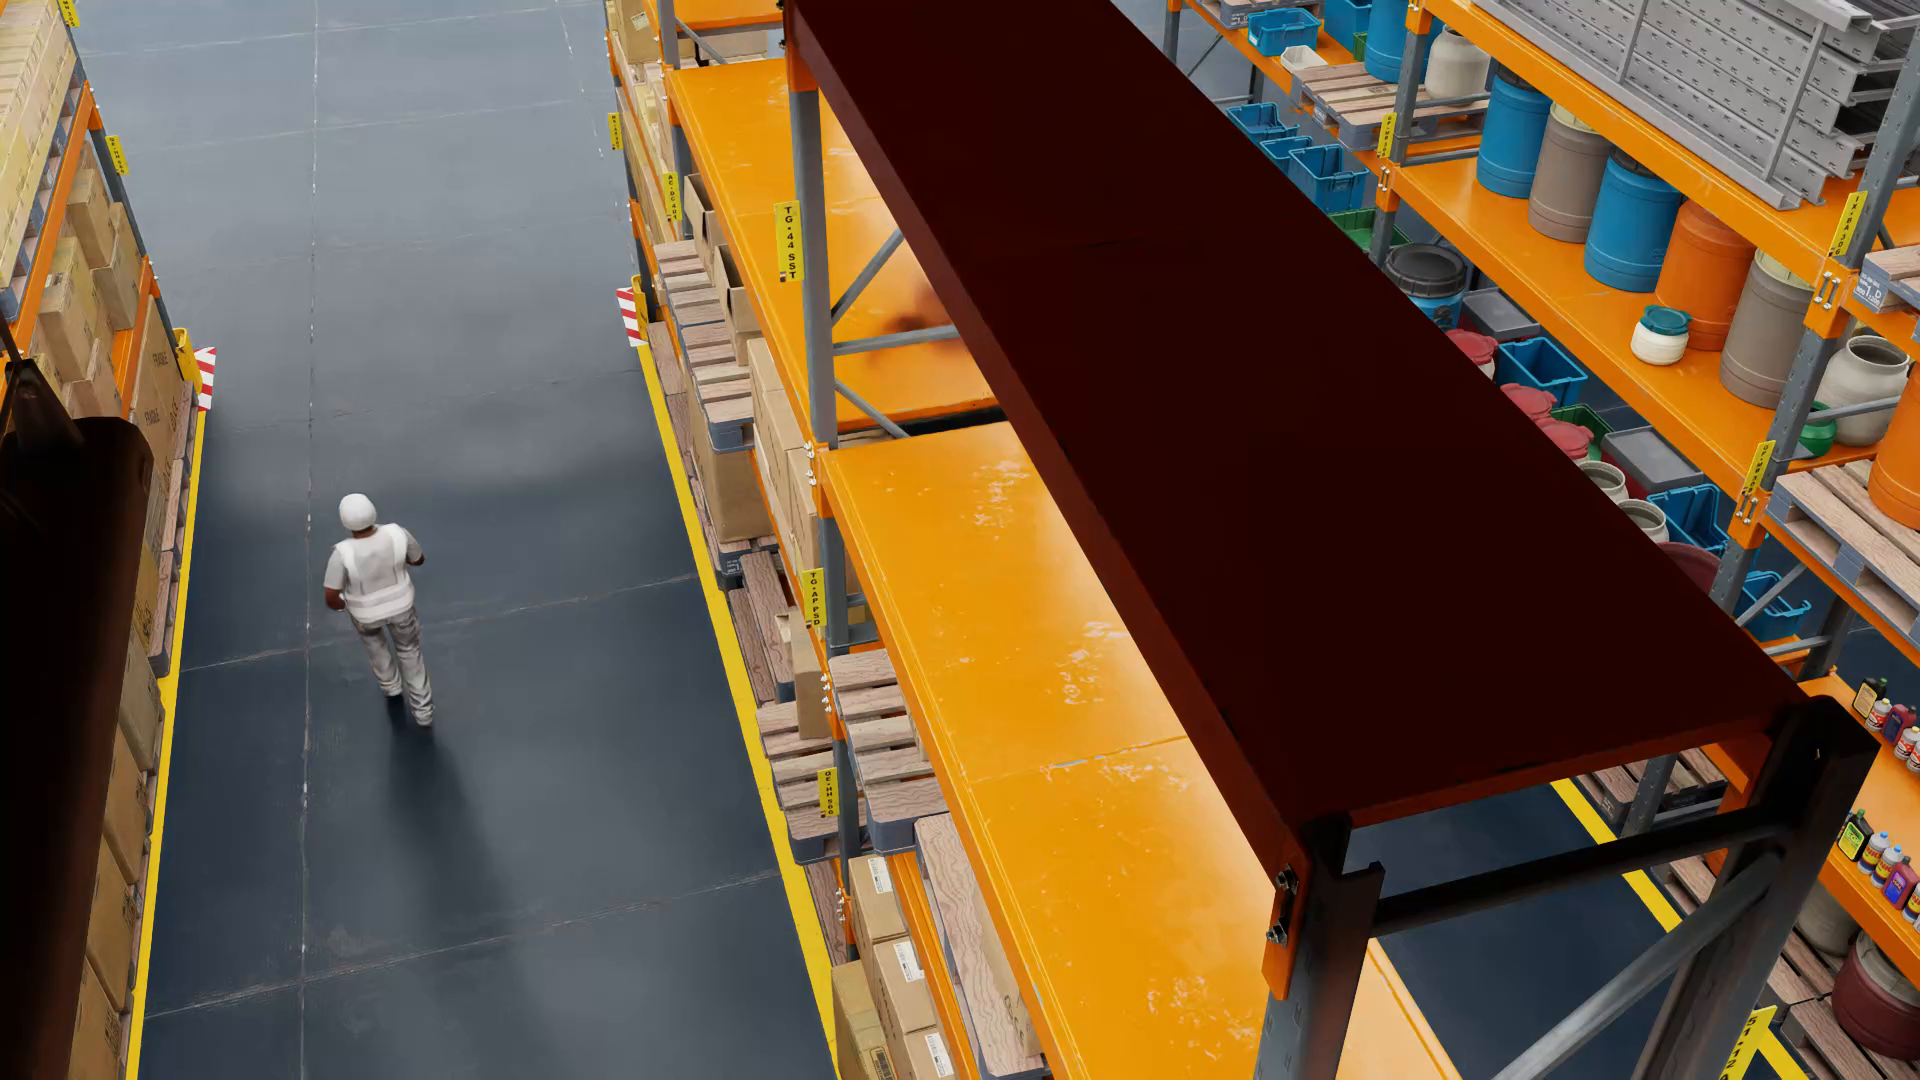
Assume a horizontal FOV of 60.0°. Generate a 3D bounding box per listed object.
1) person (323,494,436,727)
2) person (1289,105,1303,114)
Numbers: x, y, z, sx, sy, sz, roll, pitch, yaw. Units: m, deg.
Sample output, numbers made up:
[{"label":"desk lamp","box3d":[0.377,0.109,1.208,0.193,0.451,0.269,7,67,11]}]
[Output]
[{"label":"person","box3d":[-3.758,0.439,10.835,0.654,1.837,0.735,-17,41,-20]},{"label":"person","box3d":[4.090,-5.573,18.548,0.750,1.712,0.576,9,39,11]}]
